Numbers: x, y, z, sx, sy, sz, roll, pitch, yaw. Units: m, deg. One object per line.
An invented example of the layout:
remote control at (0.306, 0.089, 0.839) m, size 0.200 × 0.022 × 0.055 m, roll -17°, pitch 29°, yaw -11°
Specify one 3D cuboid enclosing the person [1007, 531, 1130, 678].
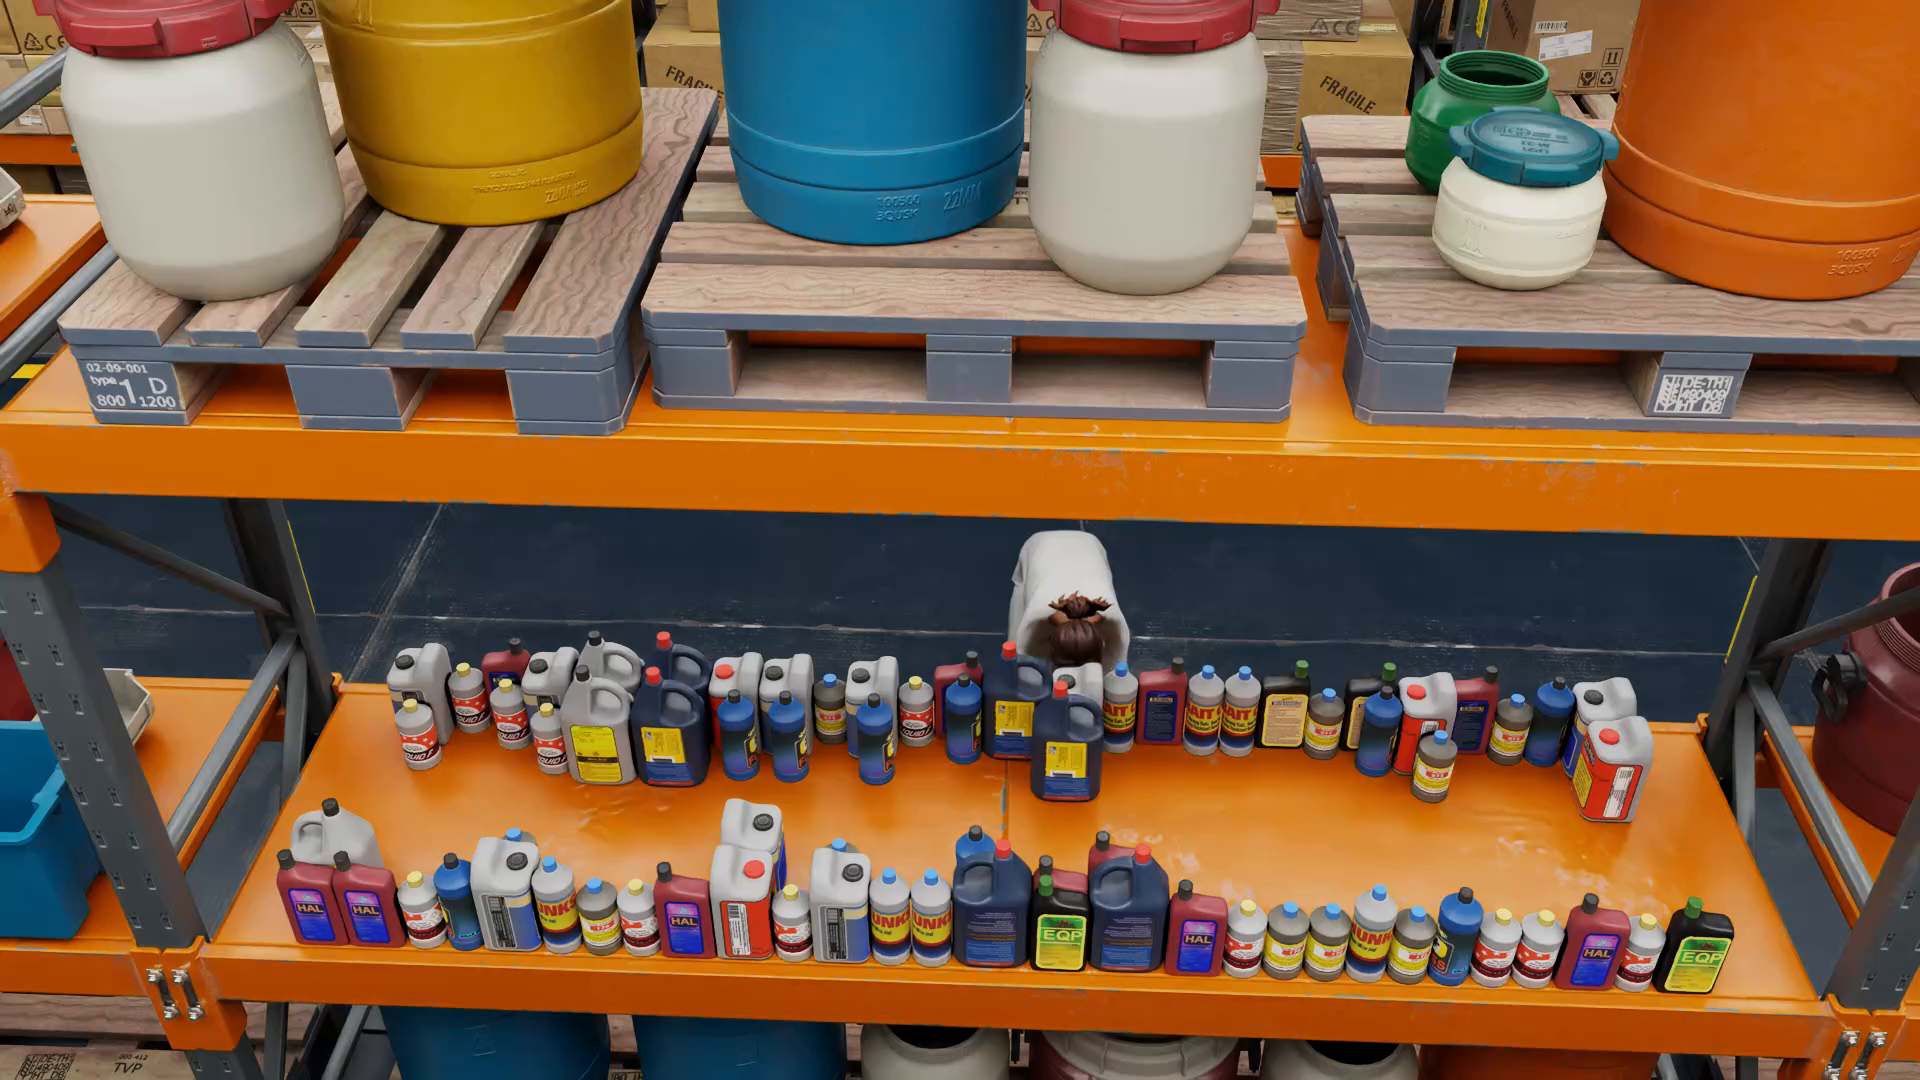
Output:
person at (0.390, 0.490, 6.025) m, size 0.460 × 1.024 × 0.865 m, roll 0°, pitch 36°, yaw 0°
